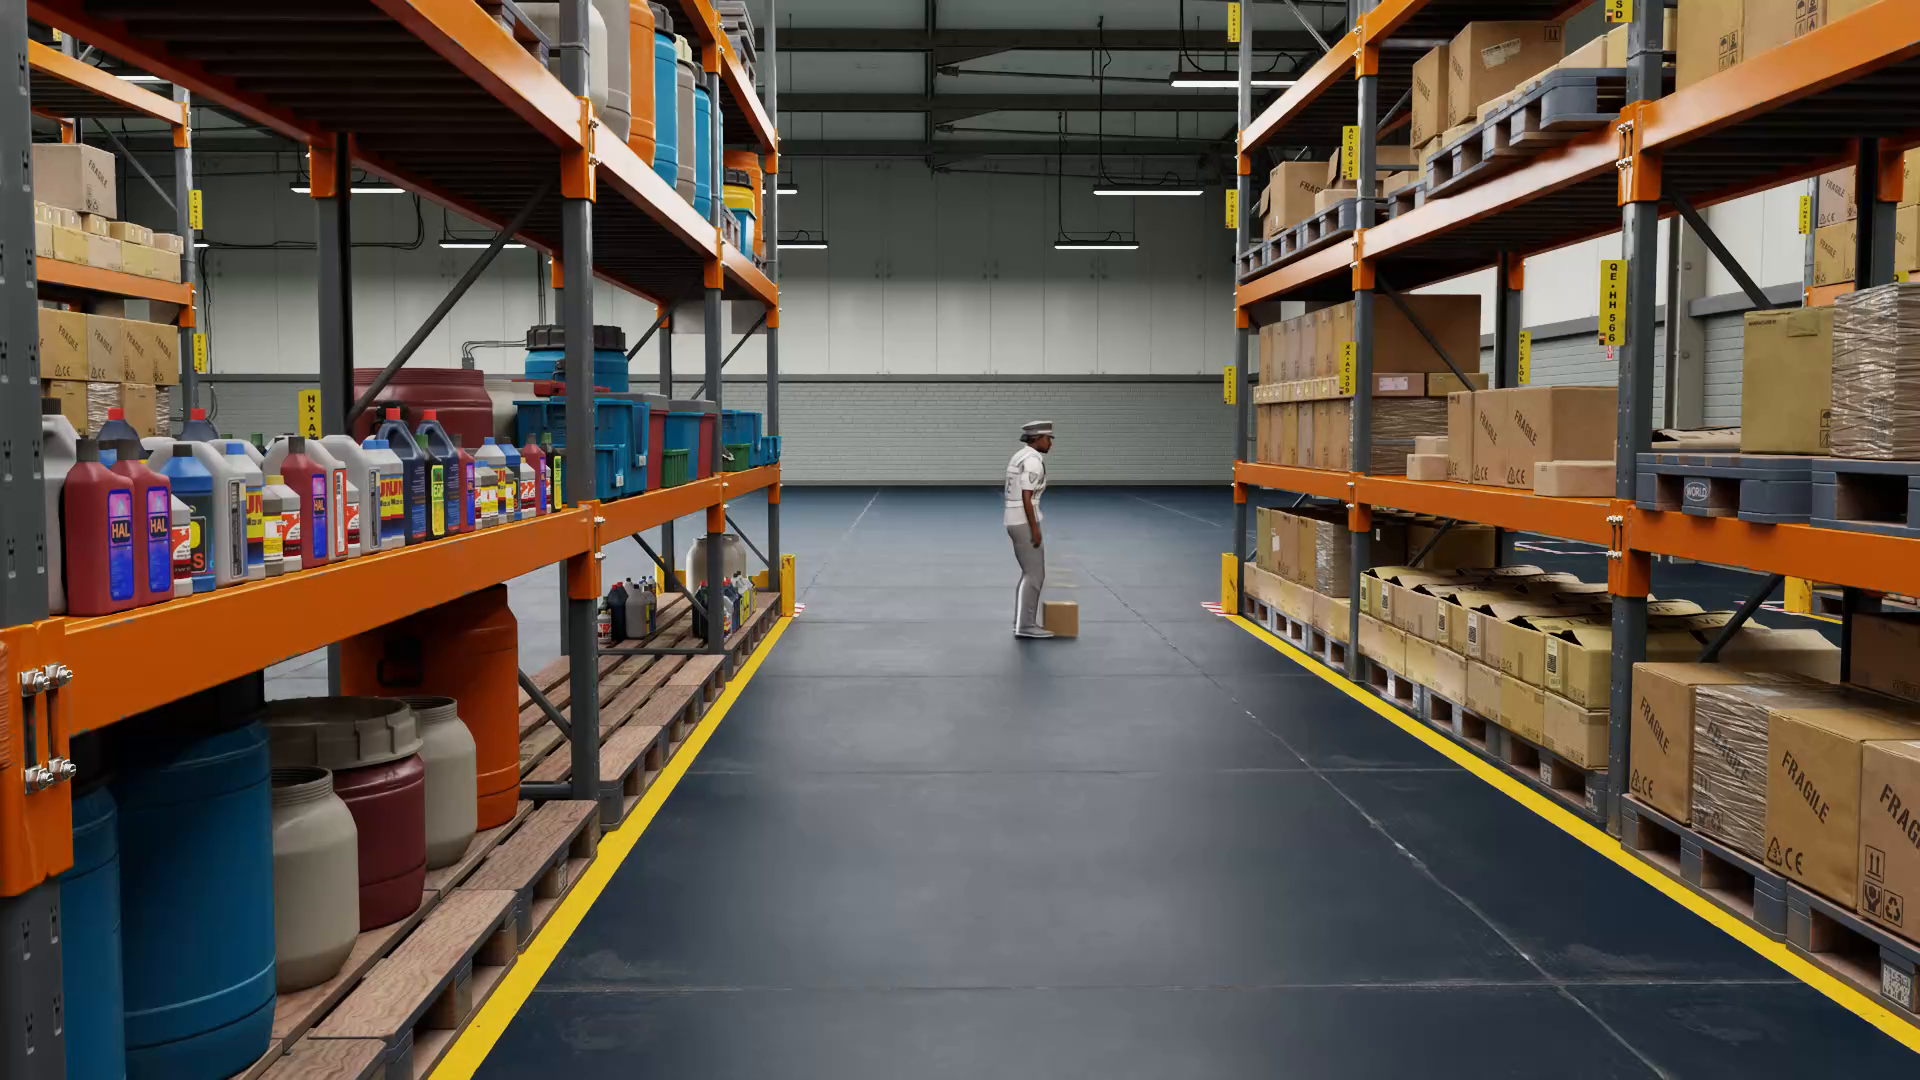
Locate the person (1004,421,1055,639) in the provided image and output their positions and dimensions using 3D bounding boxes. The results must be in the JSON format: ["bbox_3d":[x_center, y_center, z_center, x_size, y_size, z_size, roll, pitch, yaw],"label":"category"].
[{"bbox_3d":[0.540,-0.088,12.834,0.396,1.656,0.513,0,4,-4],"label":"person"}]
